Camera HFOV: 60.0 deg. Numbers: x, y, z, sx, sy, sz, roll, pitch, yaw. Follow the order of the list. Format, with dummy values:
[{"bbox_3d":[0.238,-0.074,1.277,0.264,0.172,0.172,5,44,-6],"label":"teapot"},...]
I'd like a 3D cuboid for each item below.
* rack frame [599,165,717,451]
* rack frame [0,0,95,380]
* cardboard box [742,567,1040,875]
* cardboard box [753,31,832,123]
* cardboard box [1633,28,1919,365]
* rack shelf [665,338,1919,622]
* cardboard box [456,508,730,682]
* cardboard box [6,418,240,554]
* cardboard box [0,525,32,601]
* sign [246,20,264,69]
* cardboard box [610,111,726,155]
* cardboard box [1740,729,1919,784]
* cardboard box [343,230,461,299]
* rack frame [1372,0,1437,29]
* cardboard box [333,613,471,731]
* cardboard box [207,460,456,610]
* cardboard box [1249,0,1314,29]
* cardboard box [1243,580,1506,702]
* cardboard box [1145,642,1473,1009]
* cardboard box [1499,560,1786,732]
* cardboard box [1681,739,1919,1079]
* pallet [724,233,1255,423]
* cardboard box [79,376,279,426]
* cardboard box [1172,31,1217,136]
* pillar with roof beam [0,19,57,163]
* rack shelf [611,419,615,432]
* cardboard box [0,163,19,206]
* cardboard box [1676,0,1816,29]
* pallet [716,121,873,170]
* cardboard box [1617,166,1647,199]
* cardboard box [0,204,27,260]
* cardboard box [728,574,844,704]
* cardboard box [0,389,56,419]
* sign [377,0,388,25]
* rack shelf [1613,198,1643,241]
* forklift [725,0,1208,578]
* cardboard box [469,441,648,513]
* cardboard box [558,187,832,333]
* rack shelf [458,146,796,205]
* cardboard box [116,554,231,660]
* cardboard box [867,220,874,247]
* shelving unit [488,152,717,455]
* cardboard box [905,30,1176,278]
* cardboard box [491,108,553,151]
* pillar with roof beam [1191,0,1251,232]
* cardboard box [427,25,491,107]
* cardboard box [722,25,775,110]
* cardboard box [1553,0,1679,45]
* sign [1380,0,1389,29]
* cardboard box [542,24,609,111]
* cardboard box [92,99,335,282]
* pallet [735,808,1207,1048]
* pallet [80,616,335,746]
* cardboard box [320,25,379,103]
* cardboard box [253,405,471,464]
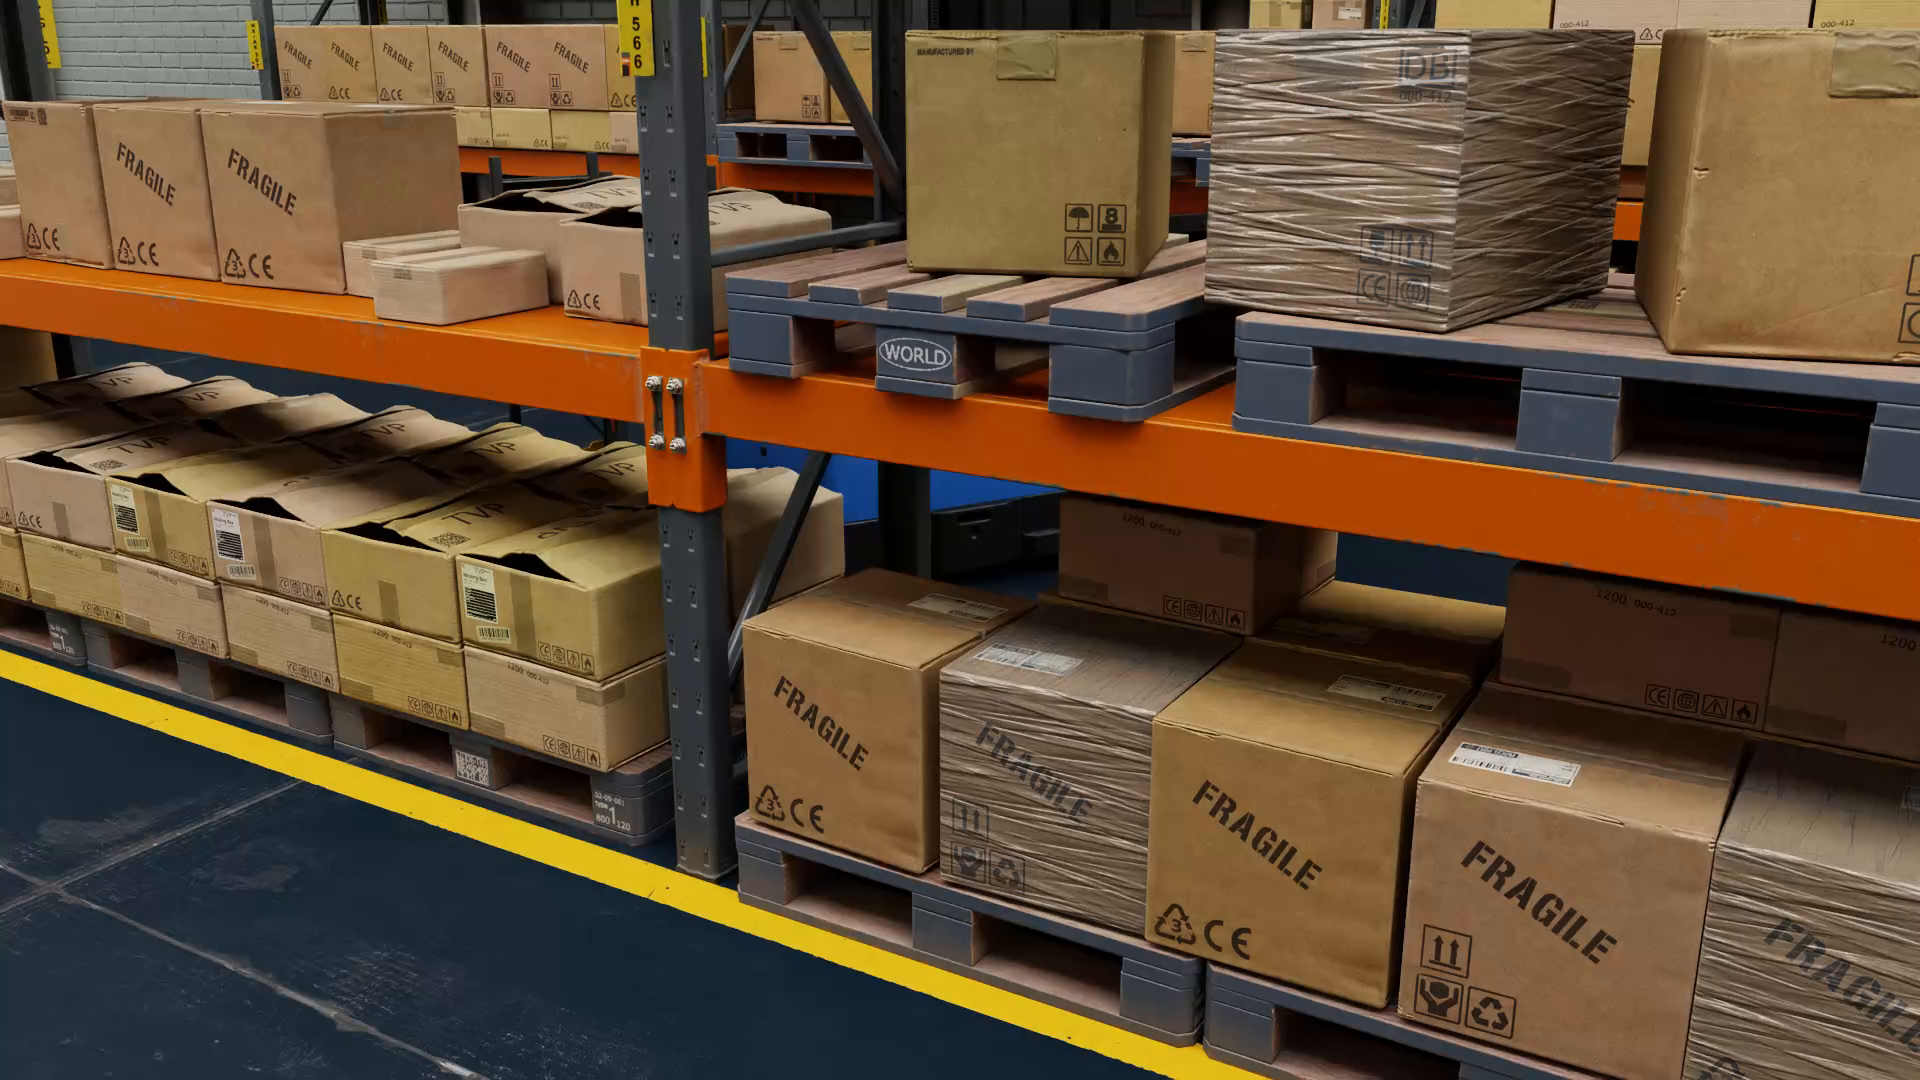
[{"bbox_3d":[-1.181,-0.738,6.730,0.500,1.500,0.032,-13,21,-37],"label":"rack frame"},{"bbox_3d":[-3.802,-1.330,6.098,0.127,3.000,1.000,10,20,30],"label":"rack frame"},{"bbox_3d":[-0.155,0.404,3.933,0.500,0.500,0.500,11,20,32],"label":"cardboard box"},{"bbox_3d":[-0.797,-2.730,9.777,0.500,0.500,0.700,10,20,30],"label":"cardboard box"},{"bbox_3d":[1.477,-0.615,2.851,0.500,0.500,0.700,5,18,16],"label":"cardboard box"},{"bbox_3d":[1.311,-0.073,3.198,4.000,0.370,1.077,10,20,30],"label":"rack shelf"},{"bbox_3d":[-0.969,0.106,4.413,0.500,0.311,0.500,11,20,31],"label":"cardboard box"},{"bbox_3d":[-2.715,-0.203,5.432,0.500,0.311,0.500,9,19,28],"label":"cardboard box"},{"bbox_3d":[-3.153,-0.014,5.775,0.500,0.250,0.500,11,20,31],"label":"cardboard box"},{"bbox_3d":[-4.905,-3.445,11.573,0.005,0.325,0.100,10,20,30],"label":"sign"},{"bbox_3d":[-1.775,-2.492,10.147,0.500,0.250,0.500,10,20,30],"label":"cardboard box"},{"bbox_3d":[1.848,0.583,3.346,0.500,0.500,0.500,10,20,31],"label":"cardboard box"},{"bbox_3d":[-1.510,-0.781,4.724,0.250,0.149,0.380,12,21,34],"label":"cardboard box"},{"bbox_3d":[2.196,-1.949,8.136,0.127,3.000,1.000,10,20,30],"label":"rack frame"},{"bbox_3d":[-1.411,0.296,4.753,0.500,0.250,0.500,10,19,29],"label":"cardboard box"},{"bbox_3d":[-1.844,-0.048,4.923,0.500,0.311,0.500,10,20,30],"label":"cardboard box"},{"bbox_3d":[1.604,-2.608,8.260,0.250,0.149,0.380,7,18,21],"label":"cardboard box"},{"bbox_3d":[0.967,0.427,3.858,0.500,0.500,0.500,9,19,28],"label":"cardboard box"},{"bbox_3d":[0.719,0.560,3.420,0.500,0.500,0.500,10,19,29],"label":"cardboard box"},{"bbox_3d":[1.450,0.152,3.475,0.500,0.250,0.500,10,19,29],"label":"cardboard box"},{"bbox_3d":[1.600,0.715,2.910,0.500,0.500,0.500,10,20,31],"label":"cardboard box"},{"bbox_3d":[0.221,-0.544,3.840,1.003,0.211,1.213,10,20,30],"label":"pallet"},{"bbox_3d":[-2.860,-0.415,6.130,0.500,0.311,0.500,11,20,32],"label":"cardboard box"},{"bbox_3d":[1.300,-2.354,8.542,0.500,0.500,0.700,8,19,25],"label":"cardboard box"},{"bbox_3d":[-10.938,-5.990,11.119,0.400,9.000,9.100,10,20,30],"label":"pillar with roof beam"},{"bbox_3d":[-1.500,-0.681,7.161,0.538,0.185,1.000,-13,21,-37],"label":"rack shelf"},{"bbox_3d":[-3.360,-1.194,5.909,0.500,0.250,0.500,12,20,33],"label":"cardboard box"},{"bbox_3d":[3.334,-2.218,7.013,0.500,0.250,0.500,10,20,30],"label":"cardboard box"},{"bbox_3d":[-0.638,-2.313,9.665,1.213,0.211,1.003,10,20,30],"label":"pallet"},{"bbox_3d":[3.026,-1.621,7.455,0.250,0.149,0.380,10,20,30],"label":"cardboard box"},{"bbox_3d":[-3.154,-1.024,5.524,0.250,0.149,0.380,10,20,30],"label":"cardboard box"},{"bbox_3d":[-0.686,0.241,4.935,0.500,0.250,0.500,10,20,30],"label":"cardboard box"},{"bbox_3d":[-3.580,-0.359,5.945,0.500,0.311,0.500,10,20,30],"label":"cardboard box"},{"bbox_3d":[-4.314,-4.005,12.370,0.005,0.325,0.100,10,20,30],"label":"sign"},{"bbox_3d":[3.900,-1.300,7.239,4.000,0.370,1.077,10,20,30],"label":"rack shelf"},{"bbox_3d":[0.543,-1.492,6.749,3.031,2.935,1.130,-9,19,-28],"label":"forklift"},{"bbox_3d":[-1.138,-0.105,5.110,0.500,0.311,0.500,10,19,29],"label":"cardboard box"},{"bbox_3d":[-0.681,-0.745,4.325,0.500,0.311,0.500,12,20,33],"label":"cardboard box"},{"bbox_3d":[-2.917,-2.517,11.245,4.000,0.370,1.077,10,20,30],"label":"rack shelf"},{"bbox_3d":[-2.277,0.142,5.263,0.500,0.250,0.500,11,20,31],"label":"cardboard box"},{"bbox_3d":[-0.200,-1.756,9.756,0.500,0.250,0.500,10,19,29],"label":"cardboard box"},{"bbox_3d":[-1.494,-0.851,7.102,0.587,1.500,1.083,-13,21,-37],"label":"shelving unit"},{"bbox_3d":[0.202,-0.902,3.796,0.500,0.500,0.700,4,17,12],"label":"cardboard box"},{"bbox_3d":[-2.632,-2.642,10.643,0.500,0.250,0.500,10,20,30],"label":"cardboard box"},{"bbox_3d":[-0.712,-4.165,5.110,0.400,9.000,9.100,10,20,30],"label":"pillar with roof beam"},{"bbox_3d":[-3.073,-3.082,10.799,0.500,0.500,0.500,11,20,32],"label":"cardboard box"},{"bbox_3d":[-1.504,-2.977,10.454,0.500,0.500,0.500,10,19,29],"label":"cardboard box"},{"bbox_3d":[2.906,-2.293,7.260,0.500,0.250,0.500,10,19,29],"label":"cardboard box"},{"bbox_3d":[1.920,-2.329,7.532,0.005,0.325,0.100,10,20,30],"label":"sign"},{"bbox_3d":[-2.206,-2.924,10.278,0.500,0.500,0.500,10,20,30],"label":"cardboard box"},{"bbox_3d":[-2.281,-1.100,5.171,0.500,0.500,0.500,10,20,30],"label":"cardboard box"},{"bbox_3d":[0.223,0.736,4.095,1.213,0.211,1.003,10,20,30],"label":"pallet"},{"bbox_3d":[-2.110,0.292,5.556,1.213,0.211,1.003,10,20,30],"label":"pallet"},{"bbox_3d":[-3.956,-3.237,11.312,0.500,0.500,0.500,10,20,30],"label":"cardboard box"},{"bbox_3d":[-2.010,-0.261,5.624,0.500,0.311,0.500,10,19,29],"label":"cardboard box"}]
